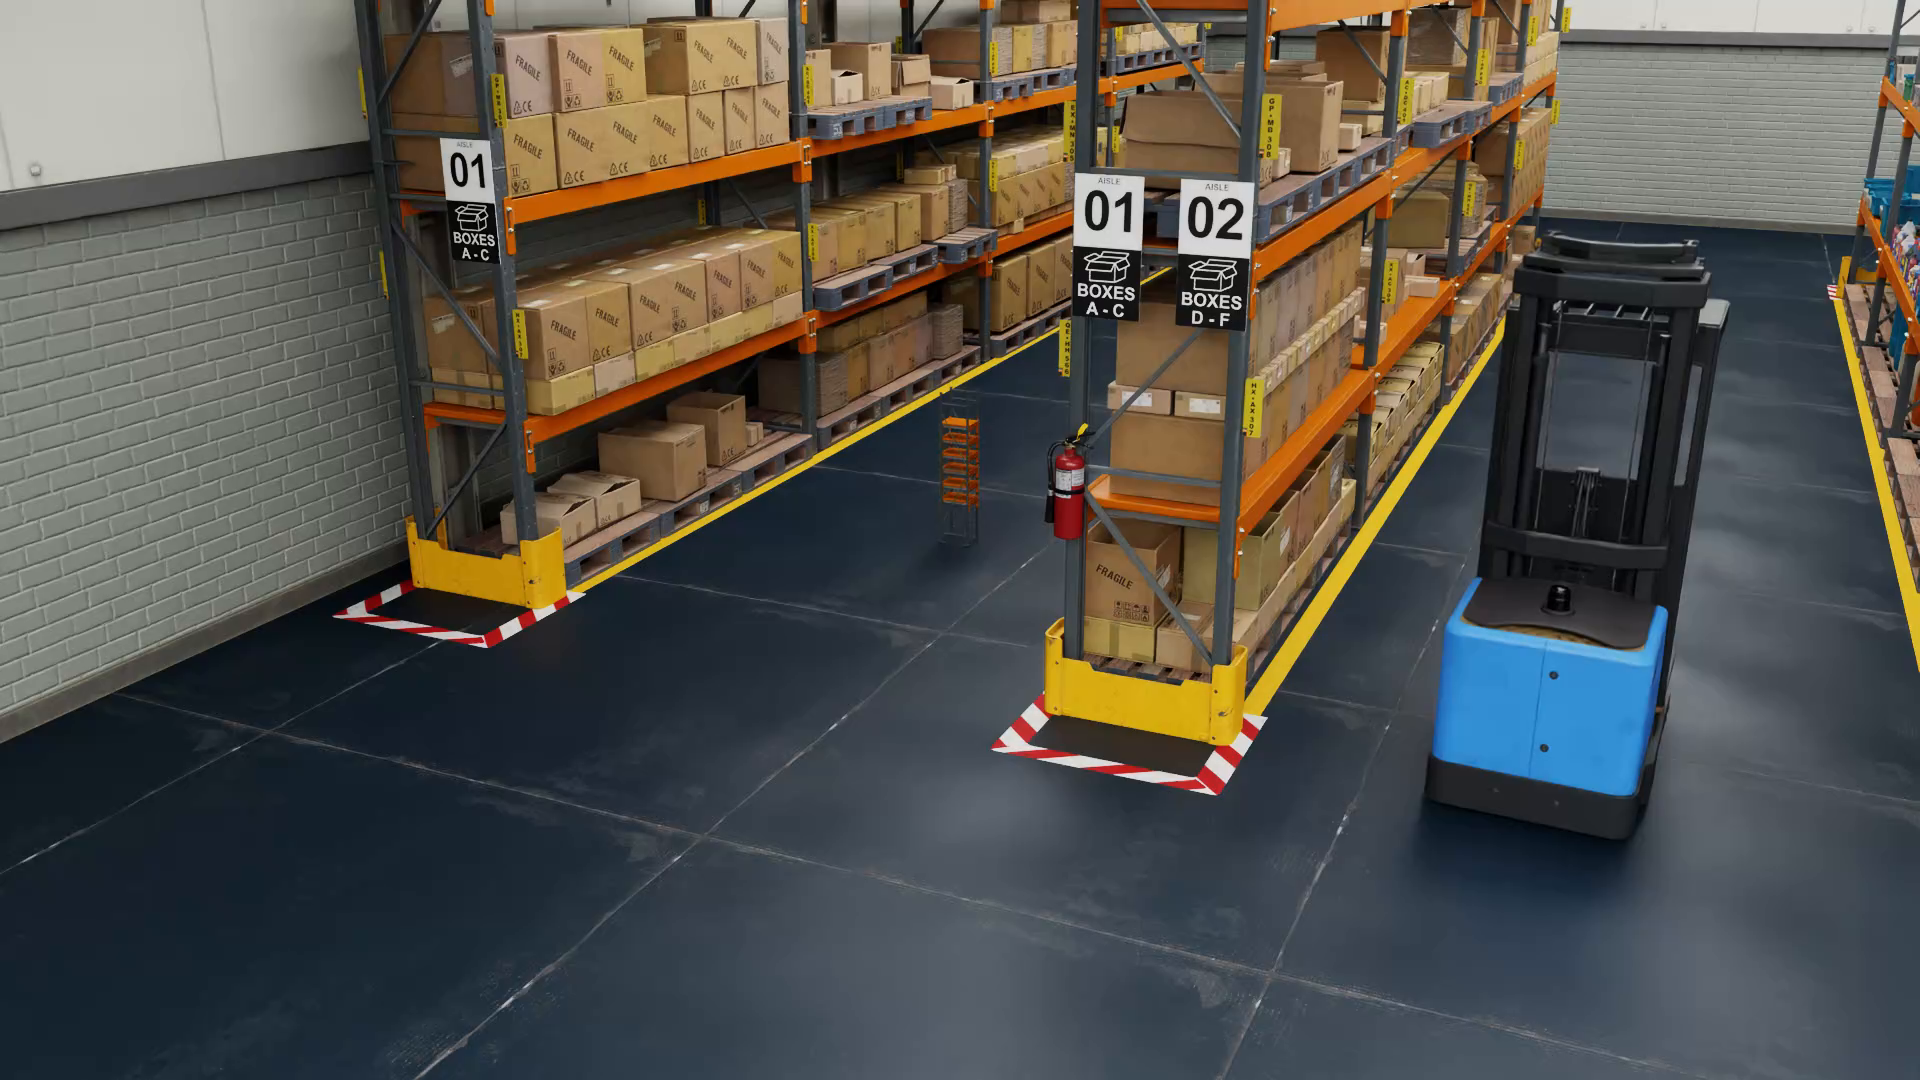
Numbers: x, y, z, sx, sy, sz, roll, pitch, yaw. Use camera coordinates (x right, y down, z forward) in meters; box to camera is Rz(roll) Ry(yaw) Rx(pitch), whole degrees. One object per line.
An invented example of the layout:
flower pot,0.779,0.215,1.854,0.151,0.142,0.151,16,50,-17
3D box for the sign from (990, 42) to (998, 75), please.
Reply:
sign,0.352,-5.061,17.474,0.100,0.325,0.005,9,21,23

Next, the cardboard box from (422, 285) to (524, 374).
cardboard box,-3.420,-1.499,11.781,0.500,0.500,0.500,8,21,22

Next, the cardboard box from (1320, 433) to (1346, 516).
cardboard box,2.534,-0.510,12.284,0.500,0.500,0.500,9,21,23

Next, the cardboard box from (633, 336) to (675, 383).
cardboard box,-2.515,-1.393,12.604,0.500,0.250,0.500,8,21,22

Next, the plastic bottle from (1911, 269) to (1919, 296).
plastic bottle,8.910,-2.404,15.443,0.097,0.271,0.097,0,20,0

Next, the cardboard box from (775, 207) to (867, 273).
cardboard box,-1.306,-2.831,15.647,0.700,0.500,0.500,11,22,28

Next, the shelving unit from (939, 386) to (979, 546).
shelving unit,-0.006,-0.561,12.755,0.258,1.200,0.189,9,21,23

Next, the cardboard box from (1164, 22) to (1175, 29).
cardboard box,2.662,-7.292,22.848,0.500,0.500,0.500,8,21,20

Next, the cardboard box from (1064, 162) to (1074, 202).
cardboard box,1.123,-4.413,20.277,0.500,0.500,0.500,9,21,23

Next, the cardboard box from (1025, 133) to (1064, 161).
cardboard box,1.110,-4.763,20.142,0.500,0.250,0.500,9,21,24

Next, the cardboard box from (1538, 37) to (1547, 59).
cardboard box,7.065,-6.173,20.851,0.500,0.250,0.500,9,21,23

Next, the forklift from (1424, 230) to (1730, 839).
forklift,3.607,-0.308,9.460,1.130,2.935,3.031,10,22,25

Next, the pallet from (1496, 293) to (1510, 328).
pallet,6.298,-2.919,20.862,1.003,0.211,1.213,9,21,23

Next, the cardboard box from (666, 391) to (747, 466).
cardboard box,-2.169,-0.963,14.273,0.500,0.500,0.500,7,21,19

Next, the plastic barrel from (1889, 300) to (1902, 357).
plastic barrel,10.295,-2.387,17.710,0.600,0.901,0.708,9,21,23

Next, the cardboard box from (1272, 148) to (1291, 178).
cardboard box,1.745,-2.249,9.878,0.380,0.149,0.250,9,21,23

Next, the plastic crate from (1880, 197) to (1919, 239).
plastic crate,10.414,-3.552,18.415,0.392,0.384,0.575,9,21,23

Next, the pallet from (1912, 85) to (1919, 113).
pallet,10.302,-4.413,16.707,1.213,0.211,1.003,9,21,23

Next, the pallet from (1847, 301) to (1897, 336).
pallet,11.298,-2.633,20.057,1.003,0.211,1.213,9,21,23

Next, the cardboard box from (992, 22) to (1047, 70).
cardboard box,0.602,-5.792,19.496,0.700,0.500,0.500,9,21,23

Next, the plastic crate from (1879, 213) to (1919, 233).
plastic crate,10.747,-3.620,18.992,0.437,0.125,0.590,9,21,23

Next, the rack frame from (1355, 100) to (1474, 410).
rack frame,4.378,-2.800,16.366,1.000,3.000,0.127,9,21,23

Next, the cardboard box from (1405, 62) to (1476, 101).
cardboard box,4.526,-4.399,16.235,0.910,0.500,0.500,9,21,23

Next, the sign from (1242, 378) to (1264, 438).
sign,1.606,-0.722,9.112,0.100,0.325,0.005,9,21,23

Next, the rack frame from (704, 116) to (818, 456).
rack frame,-1.781,-2.256,14.836,1.000,3.000,0.127,9,21,23

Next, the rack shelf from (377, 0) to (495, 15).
rack shelf,-2.600,-4.131,12.232,1.077,0.370,4.000,9,21,23

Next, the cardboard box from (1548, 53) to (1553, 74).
cardboard box,7.470,-6.244,21.796,0.500,0.250,0.500,9,21,23

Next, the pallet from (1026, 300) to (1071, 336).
pallet,0.750,-2.767,20.435,1.003,0.211,1.213,9,21,23

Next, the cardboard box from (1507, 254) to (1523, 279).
cardboard box,7.240,-3.671,22.262,0.500,0.250,0.500,9,21,23

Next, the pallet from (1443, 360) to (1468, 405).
pallet,4.718,-1.709,17.460,1.003,0.211,1.213,9,21,23

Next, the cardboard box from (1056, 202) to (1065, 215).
cardboard box,1.055,-4.068,20.276,0.380,0.149,0.250,8,21,21

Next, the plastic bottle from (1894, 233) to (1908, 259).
plastic bottle,9.774,-3.049,17.257,0.097,0.271,0.097,0,20,0

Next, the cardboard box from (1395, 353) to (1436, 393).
cardboard box,4.182,-1.613,15.668,0.500,0.311,0.500,8,21,22

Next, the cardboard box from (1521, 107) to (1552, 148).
cardboard box,7.723,-5.590,22.570,0.500,0.500,0.500,8,21,22

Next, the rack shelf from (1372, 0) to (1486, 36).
rack shelf,3.559,-4.488,13.829,1.077,0.370,4.000,9,21,23

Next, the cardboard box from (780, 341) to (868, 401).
cardboard box,-1.329,-1.678,16.284,0.700,0.500,0.500,8,21,22

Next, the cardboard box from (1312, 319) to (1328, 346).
cardboard box,2.303,-1.430,11.395,0.380,0.149,0.250,9,22,24

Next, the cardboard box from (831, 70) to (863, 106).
cardboard box,-1.232,-4.170,15.246,0.500,0.311,0.500,9,22,24

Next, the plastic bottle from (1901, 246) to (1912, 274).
plastic bottle,9.410,-2.777,16.493,0.097,0.271,0.097,0,20,0

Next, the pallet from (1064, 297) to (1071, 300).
pallet,1.248,-3.141,21.487,1.003,0.211,1.213,9,21,23

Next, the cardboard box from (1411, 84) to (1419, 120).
cardboard box,3.579,-3.694,14.000,0.500,0.250,0.500,7,21,18

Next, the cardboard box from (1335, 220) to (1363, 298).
cardboard box,2.564,-2.099,12.310,0.700,0.500,0.500,9,21,23

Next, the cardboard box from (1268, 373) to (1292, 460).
cardboard box,1.724,-0.855,10.747,0.700,0.500,0.500,9,21,23

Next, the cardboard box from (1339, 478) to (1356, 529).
cardboard box,2.750,-0.308,12.835,0.500,0.250,0.500,9,21,23

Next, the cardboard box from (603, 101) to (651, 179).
cardboard box,-2.592,-2.889,11.961,0.500,0.500,0.500,10,22,25

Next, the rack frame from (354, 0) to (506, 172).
rack frame,-3.419,-3.860,10.392,1.000,3.000,0.127,9,21,23

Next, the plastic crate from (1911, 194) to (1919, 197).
plastic crate,12.003,-4.195,20.592,0.396,0.136,0.243,9,21,23

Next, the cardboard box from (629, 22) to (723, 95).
cardboard box,-2.158,-3.676,12.682,0.500,0.500,0.500,8,21,21

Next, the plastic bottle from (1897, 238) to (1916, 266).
plastic bottle,9.617,-2.911,16.864,0.152,0.276,0.135,9,21,23

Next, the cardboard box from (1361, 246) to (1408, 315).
cardboard box,3.706,-2.332,14.901,0.500,0.500,0.500,7,21,20

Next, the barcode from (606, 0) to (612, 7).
barcode,-2.742,-4.198,12.986,0.001,0.075,0.075,9,21,23

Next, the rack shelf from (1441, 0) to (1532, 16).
rack shelf,5.197,-5.711,17.267,1.077,0.370,4.000,9,21,23

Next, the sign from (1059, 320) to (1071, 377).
sign,0.613,-1.090,9.477,0.100,0.325,0.005,9,21,23

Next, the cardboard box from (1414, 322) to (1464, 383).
cardboard box,4.825,-1.930,16.992,0.500,0.500,0.500,10,22,25

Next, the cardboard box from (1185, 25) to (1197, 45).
cardboard box,3.076,-7.252,23.854,0.500,0.250,0.500,9,22,24

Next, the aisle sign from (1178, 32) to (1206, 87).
aisle sign,3.436,-7.130,24.661,0.394,0.787,0.004,9,21,23

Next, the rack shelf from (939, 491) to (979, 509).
rack shelf,-0.006,-0.293,12.851,0.258,0.103,0.180,9,21,23
